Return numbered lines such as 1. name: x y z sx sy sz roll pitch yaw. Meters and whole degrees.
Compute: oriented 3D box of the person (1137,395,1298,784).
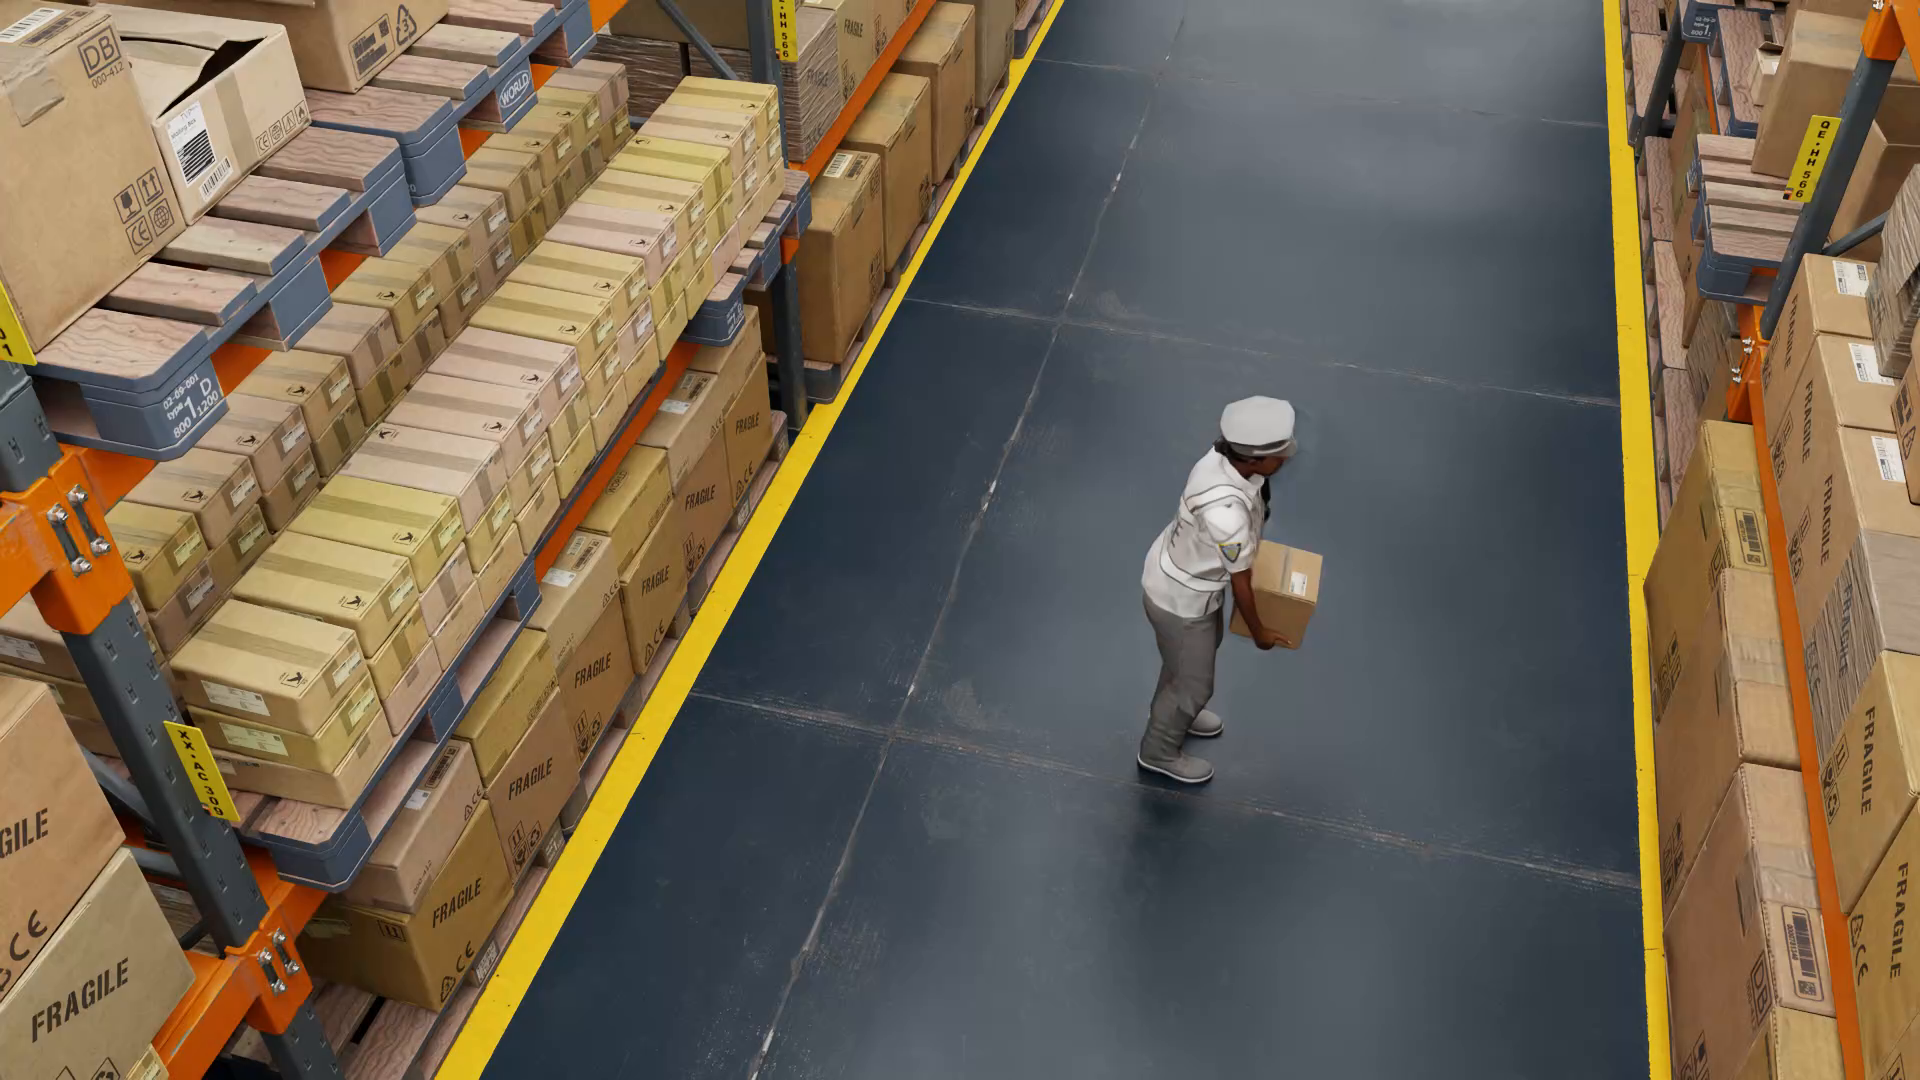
1. person: 0.926 0.196 5.956 0.552 1.645 0.415 9 42 10
